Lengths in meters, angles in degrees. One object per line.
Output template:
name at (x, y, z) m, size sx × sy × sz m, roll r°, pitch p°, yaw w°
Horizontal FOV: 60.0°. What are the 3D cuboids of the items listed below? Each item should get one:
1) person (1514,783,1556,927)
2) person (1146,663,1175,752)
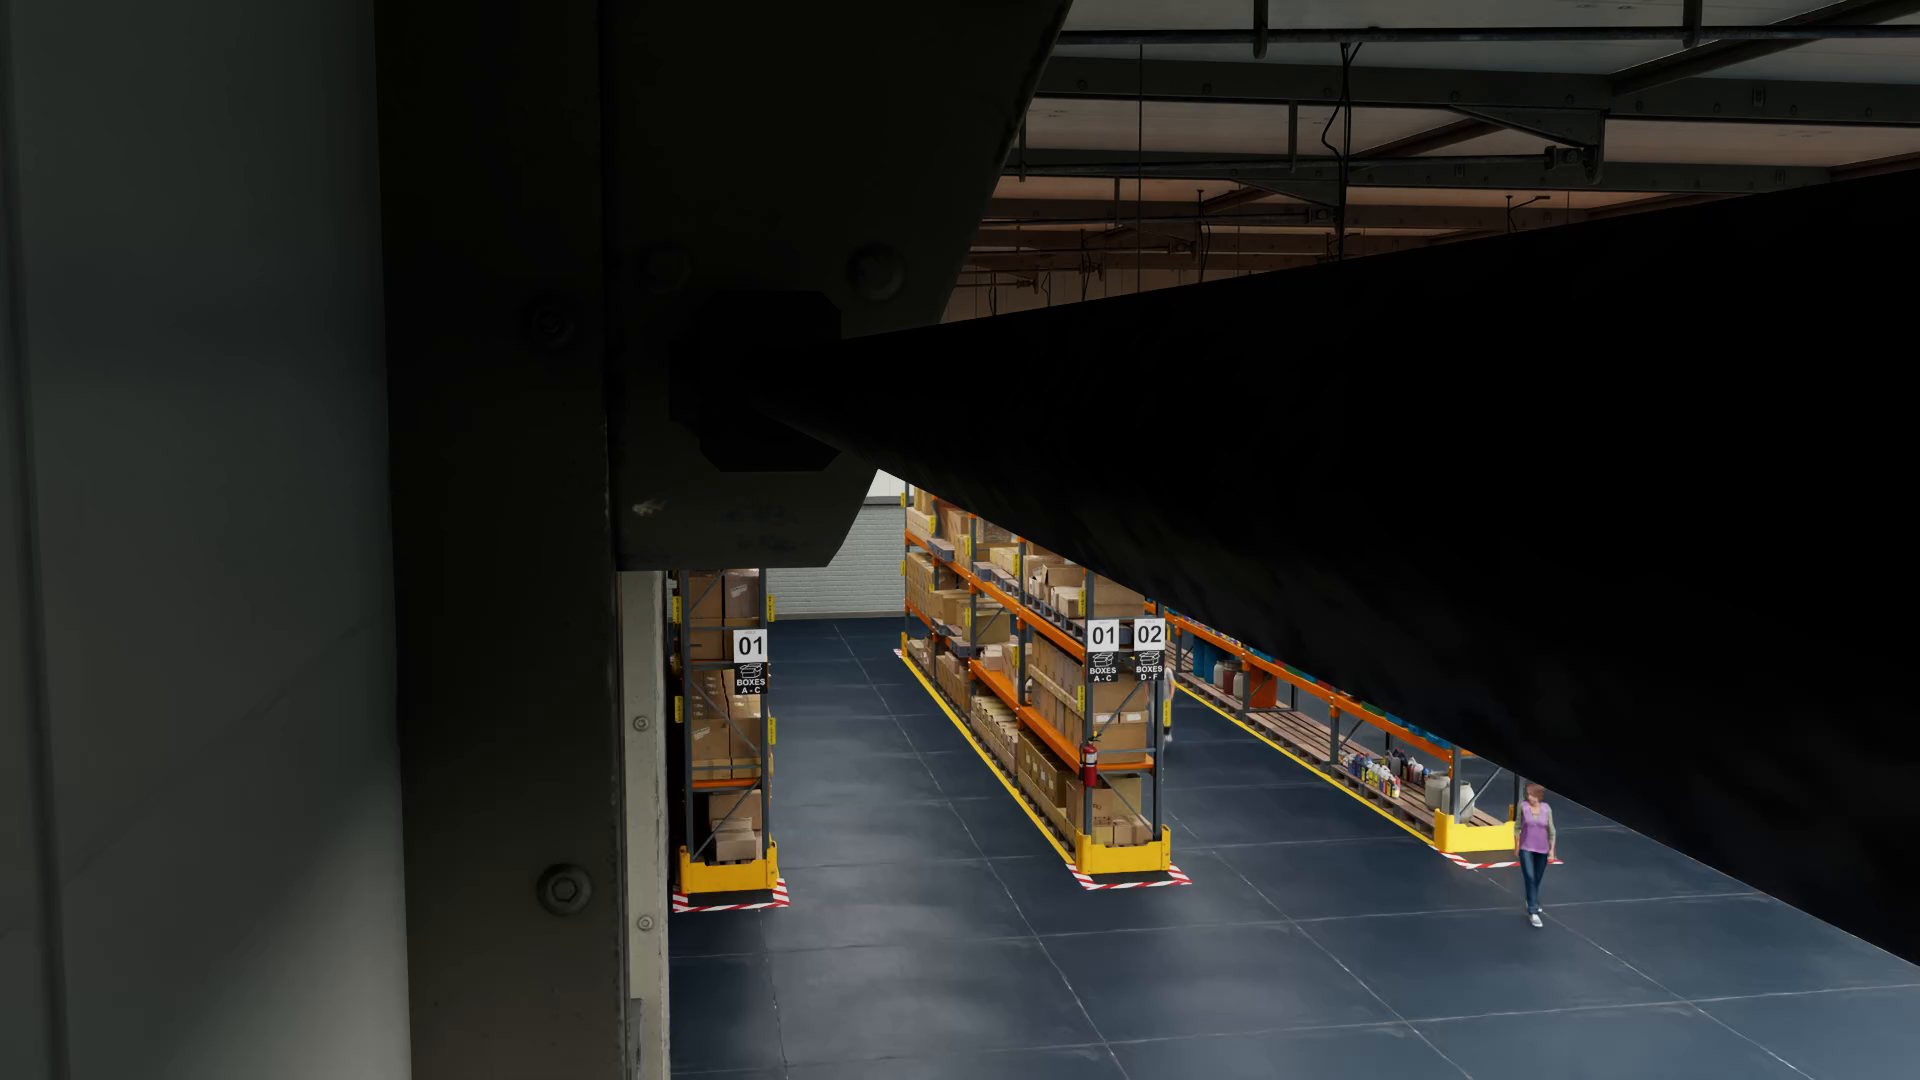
person at (6.583, 3.564, 19.018) m, size 0.437 × 1.562 × 0.877 m, roll 1°, pitch 6°, yaw 9°
person at (3.317, 2.660, 27.624) m, size 0.497 × 1.643 × 0.614 m, roll 1°, pitch 6°, yaw 11°
